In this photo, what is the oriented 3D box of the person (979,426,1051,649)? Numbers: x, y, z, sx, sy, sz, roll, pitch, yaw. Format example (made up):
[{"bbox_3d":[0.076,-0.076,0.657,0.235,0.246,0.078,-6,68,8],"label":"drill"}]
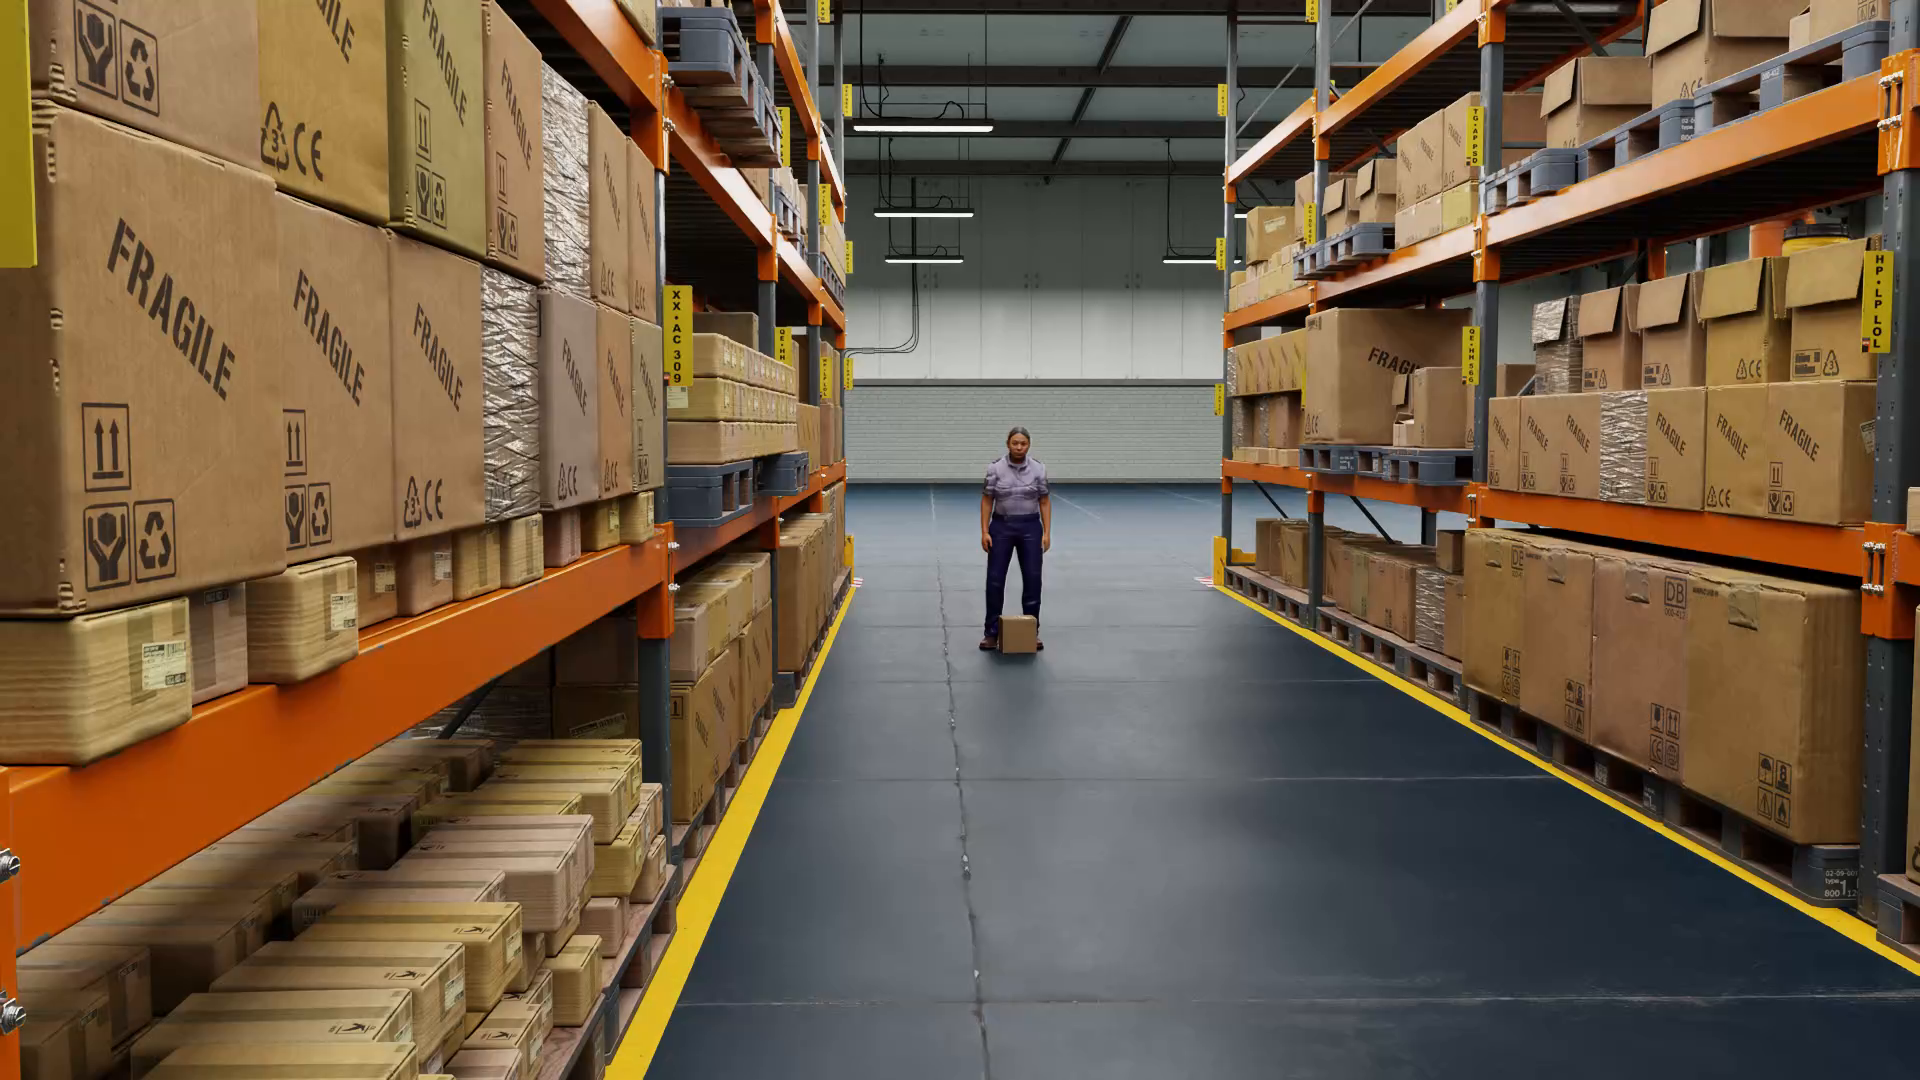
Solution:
[{"bbox_3d":[0.408,-0.024,12.405,0.542,1.652,0.368,0,4,-2],"label":"person"}]
